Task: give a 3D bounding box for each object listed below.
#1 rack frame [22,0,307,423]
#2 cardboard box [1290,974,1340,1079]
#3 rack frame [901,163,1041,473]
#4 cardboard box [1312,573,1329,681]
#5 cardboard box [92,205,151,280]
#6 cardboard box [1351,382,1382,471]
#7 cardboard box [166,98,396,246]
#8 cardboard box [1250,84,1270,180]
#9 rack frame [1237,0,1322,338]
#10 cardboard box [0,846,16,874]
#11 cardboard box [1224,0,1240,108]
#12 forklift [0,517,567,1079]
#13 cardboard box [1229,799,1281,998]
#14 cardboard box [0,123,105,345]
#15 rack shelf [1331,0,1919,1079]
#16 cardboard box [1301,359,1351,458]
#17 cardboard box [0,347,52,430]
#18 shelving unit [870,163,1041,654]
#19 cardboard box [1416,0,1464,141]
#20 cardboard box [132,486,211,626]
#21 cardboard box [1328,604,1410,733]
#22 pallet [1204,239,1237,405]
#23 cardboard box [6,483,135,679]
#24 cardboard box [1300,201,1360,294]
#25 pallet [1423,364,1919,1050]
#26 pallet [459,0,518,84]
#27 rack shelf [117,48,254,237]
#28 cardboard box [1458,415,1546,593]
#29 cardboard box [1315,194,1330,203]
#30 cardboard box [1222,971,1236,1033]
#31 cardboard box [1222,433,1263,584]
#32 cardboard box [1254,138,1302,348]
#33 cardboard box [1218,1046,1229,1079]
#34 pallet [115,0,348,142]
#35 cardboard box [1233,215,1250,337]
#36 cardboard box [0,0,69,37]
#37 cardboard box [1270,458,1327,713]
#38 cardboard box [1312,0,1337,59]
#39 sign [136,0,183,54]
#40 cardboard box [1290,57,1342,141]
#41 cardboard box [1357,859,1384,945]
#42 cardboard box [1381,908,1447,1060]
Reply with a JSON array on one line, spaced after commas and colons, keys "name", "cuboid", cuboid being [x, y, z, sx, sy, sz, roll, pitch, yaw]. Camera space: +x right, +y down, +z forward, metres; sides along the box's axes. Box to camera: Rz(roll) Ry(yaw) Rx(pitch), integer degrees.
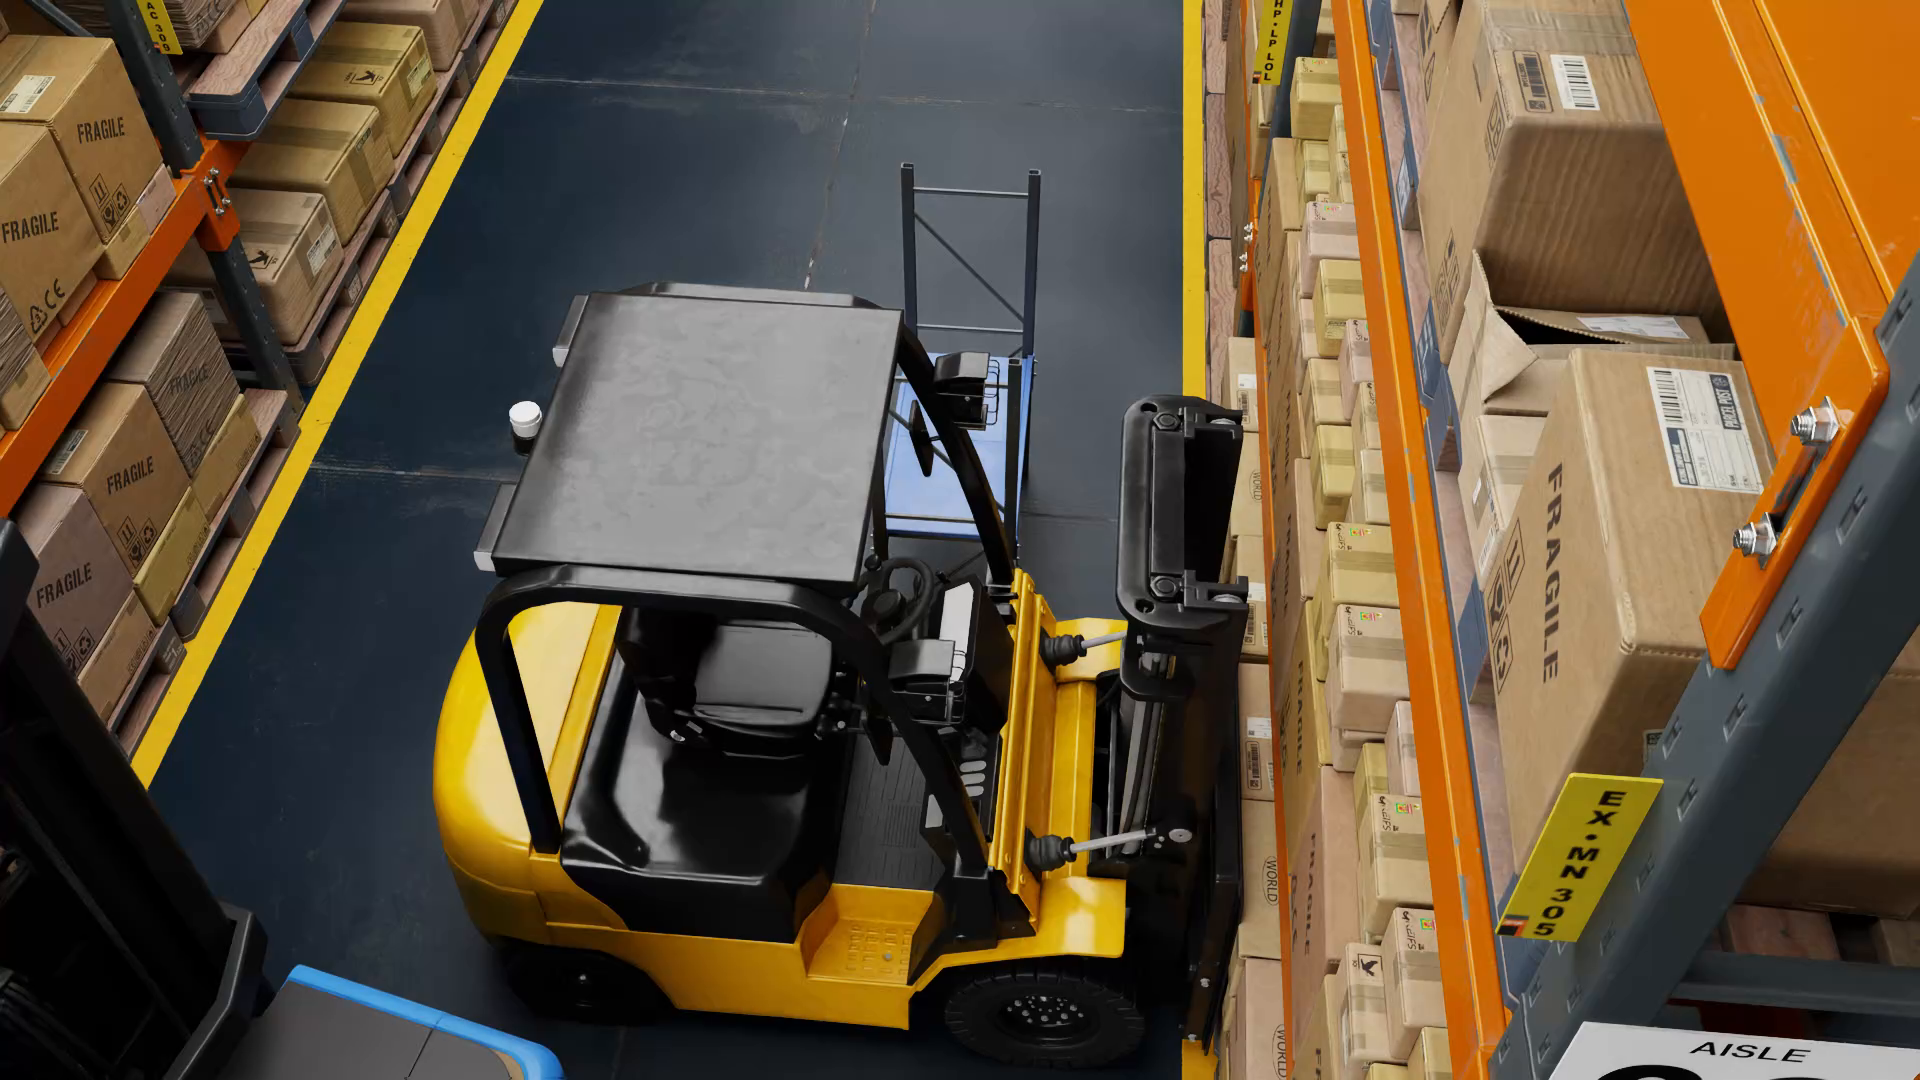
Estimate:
[{"name": "rack frame", "cuboid": [-3.366, -1.587, 6.168, 1.000, 3.000, 0.127, 4, 48, 4]}, {"name": "cardboard box", "cuboid": [0.996, 1.271, 3.487, 0.500, 0.500, 0.500, 3, 48, 3]}, {"name": "rack frame", "cuboid": [0.039, -0.817, 6.481, 0.500, 1.500, 0.032, 4, 48, 4]}, {"name": "cardboard box", "cuboid": [1.058, 0.213, 4.015, 0.380, 0.149, 0.250, 4, 48, 4]}, {"name": "cardboard box", "cuboid": [-3.108, -1.061, 5.858, 0.380, 0.149, 0.250, 5, 48, 4]}, {"name": "cardboard box", "cuboid": [1.209, -0.258, 4.244, 0.380, 0.149, 0.250, 4, 48, 4]}, {"name": "cardboard box", "cuboid": [-3.259, -1.756, 7.819, 0.950, 0.372, 0.625, 7, 48, 6]}, {"name": "cardboard box", "cuboid": [1.362, -1.593, 6.276, 0.500, 0.250, 0.500, 5, 48, 4]}, {"name": "rack frame", "cuboid": [1.577, -1.256, 5.866, 1.000, 3.000, 0.127, 4, 48, 4]}, {"name": "cardboard box", "cuboid": [-3.328, 1.190, 5.207, 0.500, 0.250, 0.500, 5, 48, 5]}, {"name": "cardboard box", "cuboid": [1.819, -2.597, 8.417, 0.875, 0.625, 0.625, 5, 48, 5]}, {"name": "forklift", "cuboid": [-2.548, 1.008, 3.841, 3.031, 2.935, 1.130, 14, 49, 12]}, {"name": "cardboard box", "cuboid": [1.021, 1.026, 4.680, 0.500, 0.250, 0.500, 4, 48, 4]}, {"name": "cardboard box", "cuboid": [-3.199, -0.999, 5.361, 0.500, 0.500, 0.500, 5, 48, 5]}, {"name": "rack shelf", "cuboid": [1.395, -0.622, 3.608, 0.919, 0.124, 3.809, 4, 48, 4]}, {"name": "cardboard box", "cuboid": [1.141, -0.353, 4.533, 0.380, 0.149, 0.250, 2, 48, 2]}, {"name": "cardboard box", "cuboid": [-3.181, -0.498, 5.343, 0.380, 0.149, 0.250, 3, 48, 3]}, {"name": "shelving unit", "cuboid": [-0.008, -0.443, 6.139, 0.538, 1.500, 1.048, 4, 48, 4]}, {"name": "cardboard box", "cuboid": [1.295, -1.054, 3.226, 0.797, 0.503, 0.637, 5, 48, 5]}, {"name": "cardboard box", "cuboid": [-3.191, 0.044, 6.256, 0.500, 0.250, 0.500, 3, 48, 2]}, {"name": "cardboard box", "cuboid": [1.034, 0.299, 3.735, 0.380, 0.149, 0.250, 5, 48, 4]}, {"name": "pallet", "cuboid": [1.605, -0.859, 7.392, 1.003, 0.211, 1.213, 4, 48, 4]}, {"name": "cardboard box", "cuboid": [-3.243, 0.148, 5.652, 0.500, 0.500, 0.500, 6, 48, 6]}, {"name": "cardboard box", "cuboid": [1.179, -0.826, 4.764, 0.380, 0.149, 0.250, 5, 48, 4]}, {"name": "pallet", "cuboid": [1.303, 0.183, 2.577, 1.003, 0.211, 1.213, 4, 48, 4]}, {"name": "pallet", "cuboid": [-3.074, -3.011, 9.361, 1.003, 0.211, 1.213, 4, 48, 4]}, {"name": "rack shelf", "cuboid": [-3.184, -2.814, 7.778, 1.077, 0.370, 4.000, 4, 48, 4]}, {"name": "cardboard box", "cuboid": [0.986, -0.049, 2.547, 0.380, 0.149, 0.250, 3, 48, 2]}, {"name": "cardboard box", "cuboid": [1.268, -0.908, 5.040, 0.380, 0.149, 0.250, 4, 48, 3]}, {"name": "cardboard box", "cuboid": [1.028, 1.174, 4.884, 0.500, 0.250, 0.500, 3, 48, 3]}, {"name": "cardboard box", "cuboid": [1.164, -0.097, 5.707, 0.500, 0.250, 0.500, 4, 48, 4]}, {"name": "cardboard box", "cuboid": [1.277, -0.981, 5.547, 0.500, 0.500, 0.500, 3, 48, 2]}, {"name": "cardboard box", "cuboid": [0.995, 1.739, 4.706, 0.500, 0.250, 0.500, 4, 48, 4]}, {"name": "pallet", "cuboid": [-3.152, -2.074, 6.744, 1.003, 0.211, 1.213, 4, 48, 4]}, {"name": "cardboard box", "cuboid": [1.613, -0.980, 6.938, 0.875, 0.625, 0.625, 6, 48, 5]}, {"name": "cardboard box", "cuboid": [-3.553, -2.217, 6.191, 0.500, 0.500, 0.500, 3, 48, 3]}, {"name": "cardboard box", "cuboid": [1.134, 0.143, 4.518, 0.500, 0.500, 0.500, 4, 48, 4]}, {"name": "cardboard box", "cuboid": [1.387, -1.774, 5.833, 0.380, 0.149, 0.250, 5, 48, 5]}, {"name": "sign", "cuboid": [-2.825, -1.848, 5.821, 0.100, 0.325, 0.005, 4, 48, 4]}, {"name": "cardboard box", "cuboid": [1.253, -1.394, 5.284, 0.380, 0.149, 0.250, 5, 48, 4]}, {"name": "cardboard box", "cuboid": [1.043, 0.781, 3.495, 0.380, 0.149, 0.250, 5, 48, 4]}, {"name": "cardboard box", "cuboid": [1.027, 0.870, 3.213, 0.380, 0.149, 0.250, 4, 48, 4]}]
